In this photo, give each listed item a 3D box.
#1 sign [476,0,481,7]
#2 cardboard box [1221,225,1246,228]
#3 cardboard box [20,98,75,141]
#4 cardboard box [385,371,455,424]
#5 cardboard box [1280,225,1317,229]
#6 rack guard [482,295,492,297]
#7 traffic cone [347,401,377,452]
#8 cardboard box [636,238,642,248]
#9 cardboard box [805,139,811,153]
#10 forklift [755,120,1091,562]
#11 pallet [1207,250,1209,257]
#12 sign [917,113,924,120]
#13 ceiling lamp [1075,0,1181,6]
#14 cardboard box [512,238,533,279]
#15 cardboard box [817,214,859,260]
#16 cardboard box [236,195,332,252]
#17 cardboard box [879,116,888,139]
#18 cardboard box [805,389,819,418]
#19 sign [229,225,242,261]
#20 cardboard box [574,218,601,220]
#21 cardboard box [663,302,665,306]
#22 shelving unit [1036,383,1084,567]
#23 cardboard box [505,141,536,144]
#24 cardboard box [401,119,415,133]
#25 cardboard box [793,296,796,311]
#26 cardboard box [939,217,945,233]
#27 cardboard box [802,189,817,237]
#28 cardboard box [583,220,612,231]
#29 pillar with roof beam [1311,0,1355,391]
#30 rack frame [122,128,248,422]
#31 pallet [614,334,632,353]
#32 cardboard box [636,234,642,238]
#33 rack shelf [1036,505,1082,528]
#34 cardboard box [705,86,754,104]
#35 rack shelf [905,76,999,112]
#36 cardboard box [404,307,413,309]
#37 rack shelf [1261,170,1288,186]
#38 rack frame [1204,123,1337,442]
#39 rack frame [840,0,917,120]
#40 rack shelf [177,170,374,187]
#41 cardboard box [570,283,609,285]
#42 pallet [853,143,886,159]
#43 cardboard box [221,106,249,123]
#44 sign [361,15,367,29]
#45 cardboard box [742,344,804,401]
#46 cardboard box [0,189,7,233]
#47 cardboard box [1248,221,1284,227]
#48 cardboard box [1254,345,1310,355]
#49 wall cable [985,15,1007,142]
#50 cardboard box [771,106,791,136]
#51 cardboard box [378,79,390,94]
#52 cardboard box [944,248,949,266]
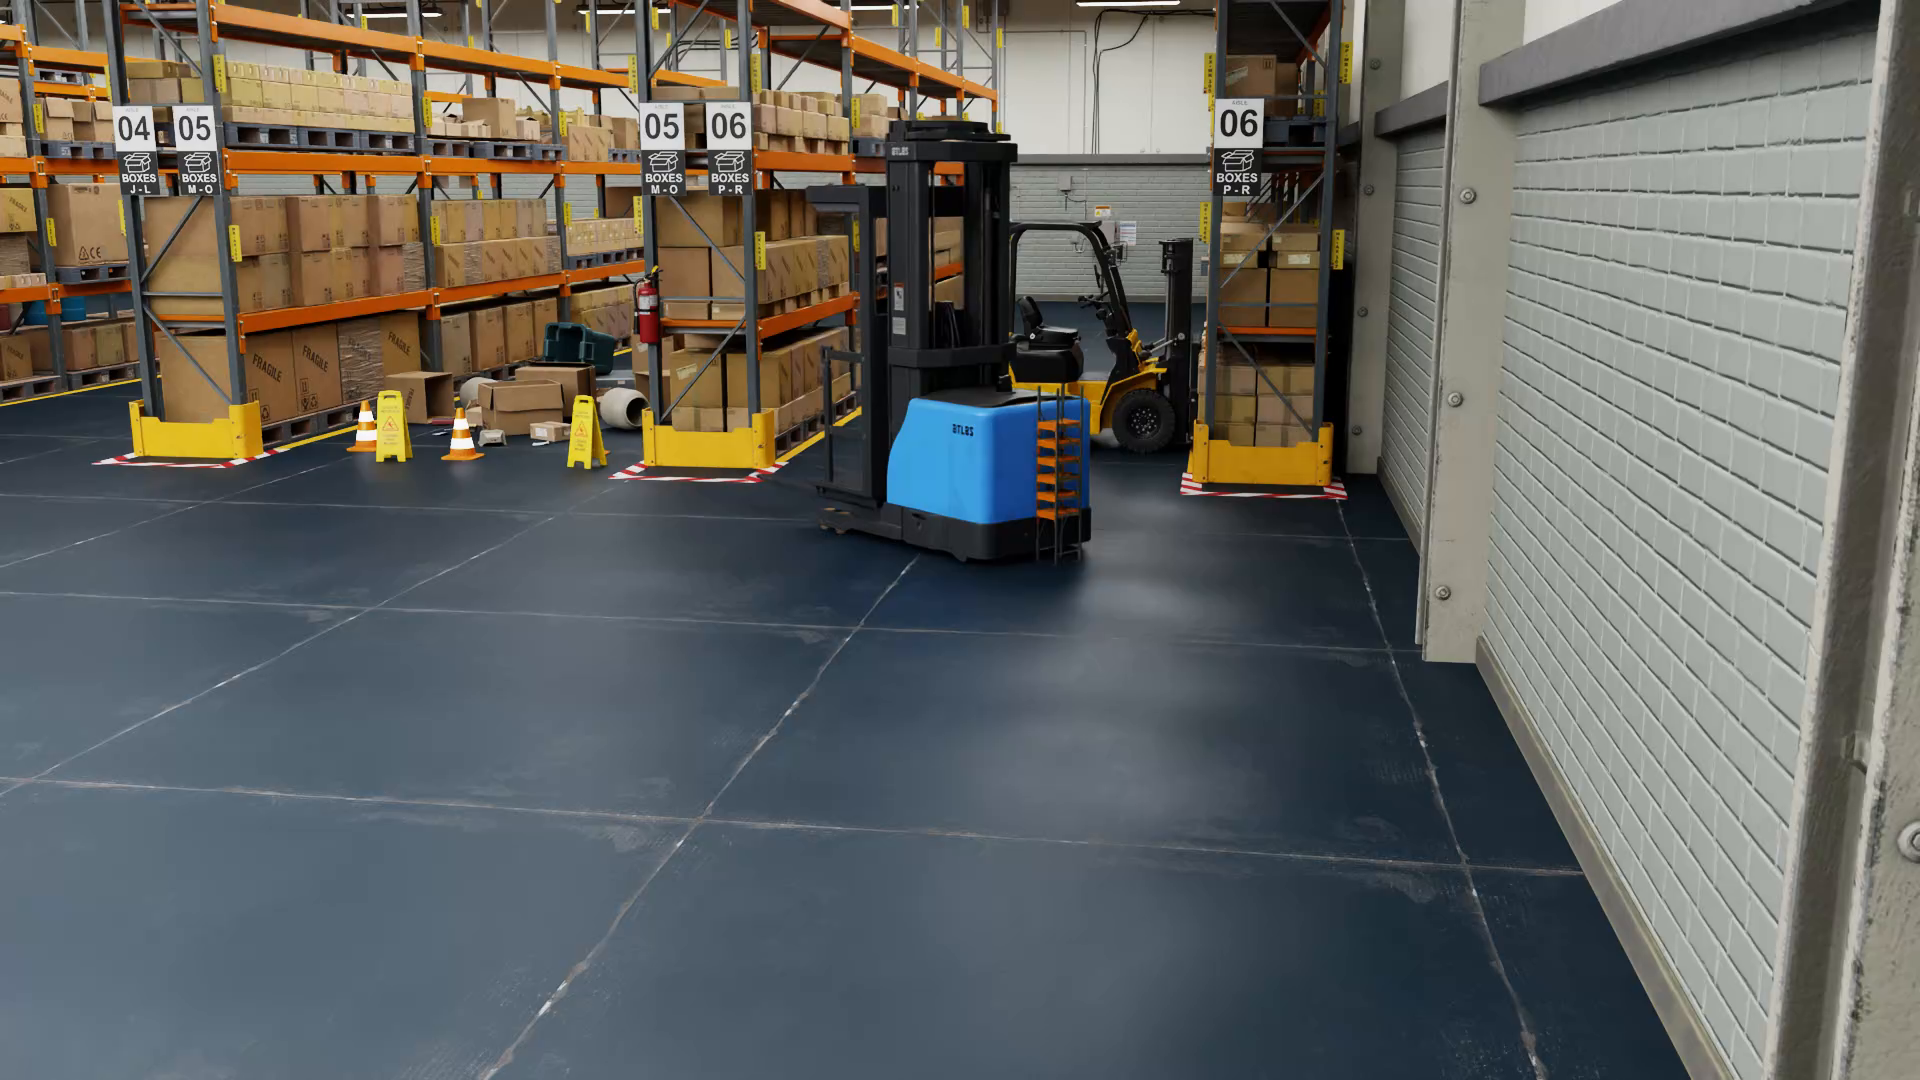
[{"bbox_3d":[-6.514,-7.392,22.528,0.100,0.325,0.005,2,12,9],"label":"sign"},{"bbox_3d":[2.743,-3.055,16.567,0.380,0.149,0.250,2,12,8],"label":"cardboard box"},{"bbox_3d":[-11.307,-5.114,20.243,0.797,0.503,0.637,1,12,6],"label":"cardboard box"},{"bbox_3d":[-5.816,-1.539,17.941,0.500,0.500,0.500,4,13,18],"label":"cardboard box"},{"bbox_3d":[3.386,-3.091,16.733,0.380,0.149,0.250,2,12,8],"label":"cardboard box"},{"bbox_3d":[-9.628,-4.579,32.052,1.175,0.500,0.348,2,12,9],"label":"rack guard"},{"bbox_3d":[-5.722,-1.108,16.034,0.336,0.463,0.334,2,12,9],"label":"traffic cone"},{"bbox_3d":[-5.266,-4.720,26.376,0.380,0.149,0.250,2,12,9],"label":"cardboard box"},{"bbox_3d":[-1.728,-3.979,16.815,0.380,0.149,0.250,2,12,10],"label":"cardboard box"},{"bbox_3d":[-0.417,-1.537,12.168,1.130,2.935,3.031,-10,16,-39],"label":"forklift"},{"bbox_3d":[4.220,-4.225,24.934,1.003,0.211,1.213,2,12,9],"label":"pallet"},{"bbox_3d":[-0.534,-5.510,22.094,0.100,0.325,0.005,2,12,9],"label":"sign"},{"bbox_3d":[3.178,-11.734,31.225,2.000,3.185,0.800,2,12,9],"label":"ceiling lamp"},{"bbox_3d":[-5.935,-3.687,21.744,0.500,0.500,0.500,2,12,8],"label":"cardboard box"},{"bbox_3d":[-1.329,-3.464,19.008,0.500,0.500,0.500,2,12,10],"label":"cardboard box"},{"bbox_3d":[-6.897,-3.190,16.756,0.875,0.550,0.550,2,12,9],"label":"cardboard box"},{"bbox_3d":[-1.122,-4.789,19.334,0.500,0.250,0.500,2,12,8],"label":"cardboard box"},{"bbox_3d":[-1.745,-1.384,16.825,0.500,0.250,0.500,3,12,12],"label":"cardboard box"},{"bbox_3d":[-6.659,-2.726,15.279,0.100,0.325,0.005,2,12,9],"label":"sign"},{"bbox_3d":[-5.913,-5.029,26.397,0.380,0.149,0.250,2,12,10],"label":"cardboard box"},{"bbox_3d":[-5.103,-3.949,27.554,0.380,0.149,0.250,2,12,11],"label":"cardboard box"},{"bbox_3d":[0.669,-0.439,11.182,0.258,1.200,0.189,-10,16,-39],"label":"shelving unit"},{"bbox_3d":[-6.139,-5.591,23.458,0.500,0.500,0.500,2,12,9],"label":"cardboard box"},{"bbox_3d":[-6.331,-4.627,18.587,0.380,0.149,0.250,2,12,8],"label":"cardboard box"},{"bbox_3d":[-1.806,-2.297,16.128,0.380,0.149,0.250,2,12,10],"label":"cardboard box"},{"bbox_3d":[-0.509,-4.757,24.337,0.500,0.500,0.500,2,12,10],"label":"cardboard box"},{"bbox_3d":[-1.967,-3.575,18.145,0.700,0.500,0.500,2,12,8],"label":"cardboard box"},{"bbox_3d":[-5.471,-4.737,25.042,0.380,0.149,0.250,2,12,8],"label":"cardboard box"},{"bbox_3d":[0.272,-6.421,20.426,9.100,9.000,0.400,2,12,9],"label":"pillar with roof beam"},{"bbox_3d":[-7.207,-2.283,15.468,1.000,3.000,0.127,2,12,9],"label":"rack frame"},{"bbox_3d":[-5.665,-3.001,25.418,1.003,0.211,1.213,2,12,9],"label":"pallet"},{"bbox_3d":[-5.266,-4.865,26.341,0.380,0.149,0.250,2,12,9],"label":"cardboard box"},{"bbox_3d":[0.669,-0.161,11.241,0.258,0.103,0.180,-10,16,-39],"label":"rack shelf"},{"bbox_3d":[-2.044,-3.944,14.760,0.380,0.149,0.250,2,12,8],"label":"cardboard box"},{"bbox_3d":[-0.147,-7.444,27.830,1.077,0.370,4.000,2,12,9],"label":"rack shelf"},{"bbox_3d":[-10.066,-4.264,28.707,0.875,0.875,0.875,2,12,9],"label":"cardboard box"},{"bbox_3d":[4.143,-5.180,23.497,1.077,0.370,4.000,2,12,9],"label":"rack shelf"},{"bbox_3d":[2.605,-1.984,14.078,1.000,3.000,0.127,2,12,9],"label":"rack frame"},{"bbox_3d":[-1.069,-6.742,21.916,1.000,3.000,0.127,2,12,9],"label":"rack frame"},{"bbox_3d":[-10.554,-5.661,25.730,1.077,0.370,4.000,2,12,9],"label":"rack shelf"},{"bbox_3d":[-5.815,-3.875,26.010,0.500,0.250,0.500,2,12,10],"label":"cardboard box"},{"bbox_3d":[-1.328,-4.692,19.971,1.213,0.211,1.003,2,12,9],"label":"pallet"},{"bbox_3d":[-6.837,-3.942,15.406,0.380,0.149,0.250,2,12,9],"label":"cardboard box"},{"bbox_3d":[-9.708,-8.376,27.093,0.100,0.325,0.005,2,12,9],"label":"sign"},{"bbox_3d":[-1.823,-1.644,16.254,0.500,0.500,0.500,1,12,7],"label":"cardboard box"},{"bbox_3d":[-11.350,-3.774,19.068,0.500,0.500,0.500,2,12,9],"label":"cardboard box"},{"bbox_3d":[4.069,-4.005,22.225,0.500,0.500,0.500,2,12,11],"label":"cardboard box"},{"bbox_3d":[3.113,-1.742,16.113,0.500,0.250,0.500,2,12,8],"label":"cardboard box"},{"bbox_3d":[0.757,-9.600,35.180,0.463,3.000,0.029,2,12,9],"label":"wall cable"},{"bbox_3d":[-1.872,-3.883,15.420,0.500,0.250,0.500,2,12,8],"label":"cardboard box"},{"bbox_3d":[-6.411,-4.912,18.015,0.380,0.149,0.250,2,12,9],"label":"cardboard box"},{"bbox_3d":[-0.450,-4.257,24.980,0.500,0.250,0.500,2,12,7],"label":"cardboard box"}]
